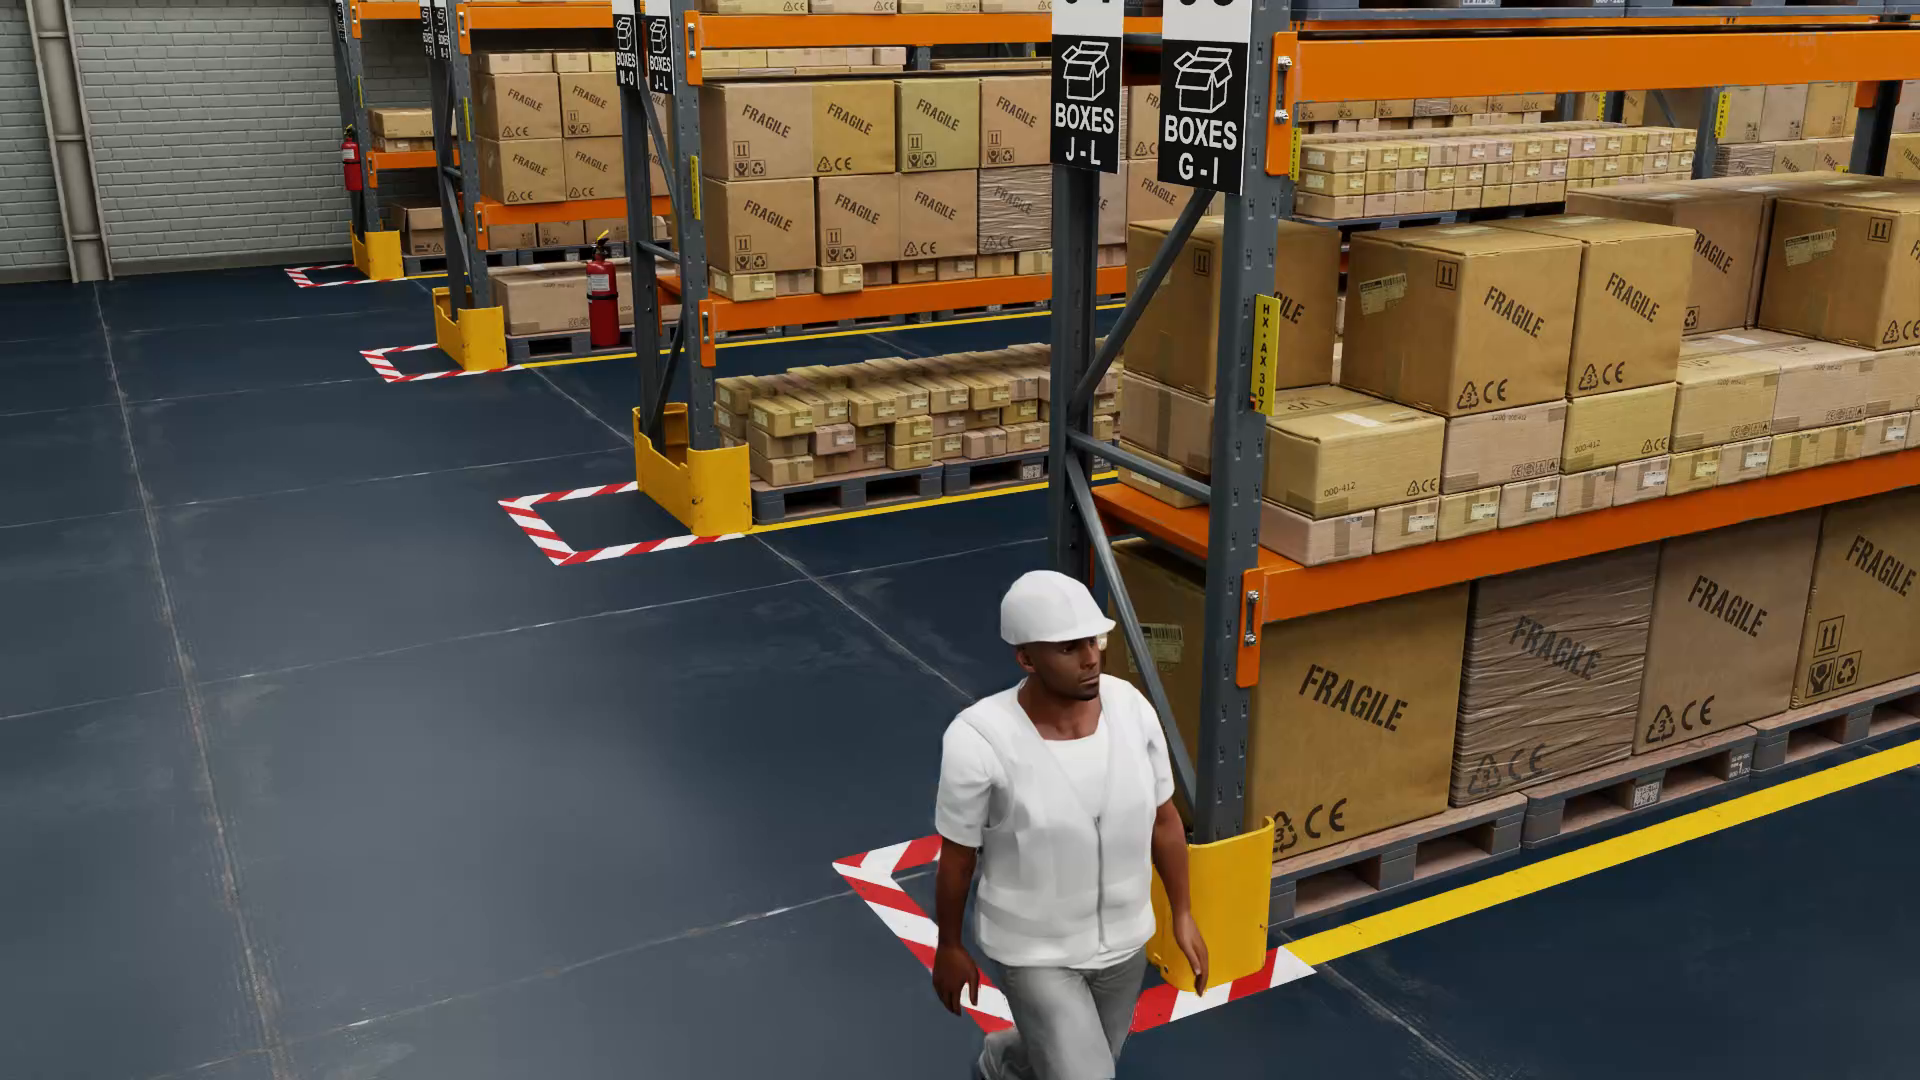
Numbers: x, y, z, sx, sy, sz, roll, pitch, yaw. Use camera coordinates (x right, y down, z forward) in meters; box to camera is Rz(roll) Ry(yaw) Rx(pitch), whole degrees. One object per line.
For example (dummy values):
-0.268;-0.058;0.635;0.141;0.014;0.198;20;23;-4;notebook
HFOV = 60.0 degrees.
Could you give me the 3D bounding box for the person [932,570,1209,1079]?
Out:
0.255;0.892;3.839;0.579;1.729;0.986;-11;21;-29;person
